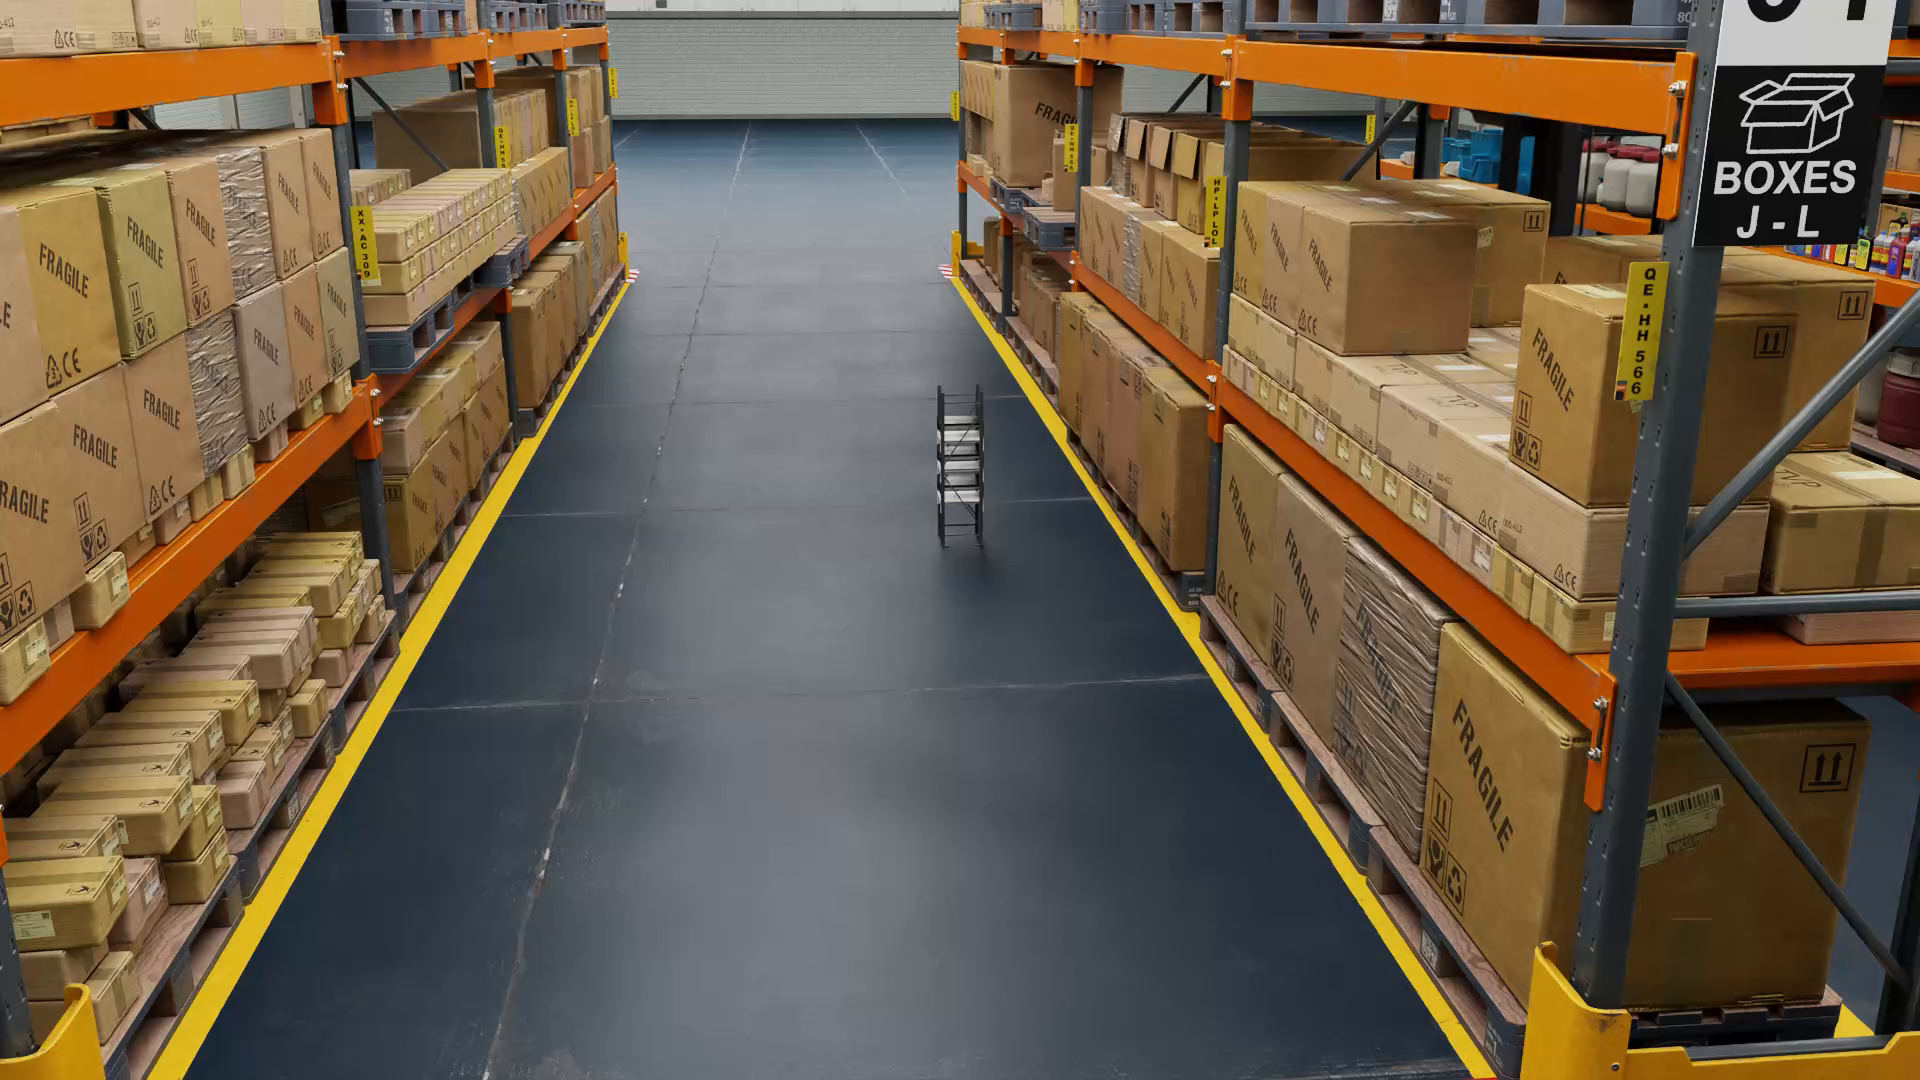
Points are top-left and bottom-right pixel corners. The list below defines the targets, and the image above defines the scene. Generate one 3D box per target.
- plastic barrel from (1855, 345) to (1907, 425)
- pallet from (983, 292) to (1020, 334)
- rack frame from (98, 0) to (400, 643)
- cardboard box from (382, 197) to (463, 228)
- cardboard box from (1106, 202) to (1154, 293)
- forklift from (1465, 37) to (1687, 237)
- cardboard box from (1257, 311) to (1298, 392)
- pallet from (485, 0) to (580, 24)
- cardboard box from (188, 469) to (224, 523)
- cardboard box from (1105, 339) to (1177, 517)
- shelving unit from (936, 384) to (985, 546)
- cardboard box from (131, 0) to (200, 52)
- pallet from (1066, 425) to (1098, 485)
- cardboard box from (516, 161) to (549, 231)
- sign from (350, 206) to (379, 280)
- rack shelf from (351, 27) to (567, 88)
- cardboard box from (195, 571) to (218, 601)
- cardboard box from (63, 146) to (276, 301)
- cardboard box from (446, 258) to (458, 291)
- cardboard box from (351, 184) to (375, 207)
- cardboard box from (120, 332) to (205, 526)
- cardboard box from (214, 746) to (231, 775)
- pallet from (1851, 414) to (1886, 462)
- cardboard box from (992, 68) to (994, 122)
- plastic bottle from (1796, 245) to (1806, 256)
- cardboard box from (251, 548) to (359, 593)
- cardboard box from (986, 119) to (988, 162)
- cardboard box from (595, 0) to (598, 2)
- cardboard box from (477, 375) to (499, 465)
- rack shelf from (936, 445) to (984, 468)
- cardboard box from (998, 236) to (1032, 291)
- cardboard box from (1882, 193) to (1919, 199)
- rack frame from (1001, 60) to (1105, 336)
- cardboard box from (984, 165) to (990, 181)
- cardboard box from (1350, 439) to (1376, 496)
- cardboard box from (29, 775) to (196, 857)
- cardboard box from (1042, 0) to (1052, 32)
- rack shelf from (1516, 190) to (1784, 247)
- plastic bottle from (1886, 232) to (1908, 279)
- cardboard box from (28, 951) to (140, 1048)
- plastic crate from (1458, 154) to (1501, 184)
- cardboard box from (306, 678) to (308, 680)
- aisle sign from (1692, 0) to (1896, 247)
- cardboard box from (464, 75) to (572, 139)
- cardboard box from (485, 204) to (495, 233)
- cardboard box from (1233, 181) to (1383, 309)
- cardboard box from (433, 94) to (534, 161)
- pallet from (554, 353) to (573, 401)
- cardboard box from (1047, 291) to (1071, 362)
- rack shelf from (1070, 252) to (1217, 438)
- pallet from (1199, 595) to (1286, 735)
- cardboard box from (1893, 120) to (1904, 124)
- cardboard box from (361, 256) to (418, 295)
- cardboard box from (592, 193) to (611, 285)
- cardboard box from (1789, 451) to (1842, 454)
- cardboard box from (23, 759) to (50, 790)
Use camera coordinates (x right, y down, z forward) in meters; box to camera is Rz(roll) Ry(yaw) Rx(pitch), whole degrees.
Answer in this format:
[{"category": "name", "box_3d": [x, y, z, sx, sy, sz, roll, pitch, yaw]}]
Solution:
[{"category": "plastic barrel", "box_3d": [6.454, -1.073, 11.538, 0.421, 0.512, 0.421, 0, 17, 0]}, {"category": "pallet", "box_3d": [0.796, -2.277, 16.578, 1.003, 0.211, 1.213, -2, 18, -6]}, {"category": "rack frame", "box_3d": [-3.218, -0.902, 7.542, 1.000, 3.000, 0.127, -2, 18, -6]}, {"category": "cardboard box", "box_3d": [-2.936, -1.783, 9.074, 0.380, 0.149, 0.250, -1, 17, -4]}, {"category": "cardboard box", "box_3d": [1.205, -1.805, 10.252, 0.500, 0.500, 0.500, -2, 18, -7]}, {"category": "forklift", "box_3d": [3.520, -1.521, 9.628, 1.130, 2.935, 3.031, -1, 17, -3]}, {"category": "cardboard box", "box_3d": [1.560, -0.799, 6.968, 0.500, 0.250, 0.500, -2, 18, -6]}, {"category": "pallet", "box_3d": [-4.117, -4.918, 15.476, 1.003, 0.211, 1.213, -2, 18, -6]}, {"category": "cardboard box", "box_3d": [-2.725, -0.160, 5.599, 0.380, 0.149, 0.250, -1, 17, -4]}, {"category": "cardboard box", "box_3d": [1.547, -0.668, 9.643, 1.225, 0.875, 0.875, -2, 18, -8]}, {"category": "shelving unit", "box_3d": [0.001, -0.427, 9.535, 0.258, 0.900, 0.210, -2, 18, -6]}, {"category": "cardboard box", "box_3d": [-2.756, -1.676, 5.249, 0.500, 0.250, 0.500, -2, 18, -6]}, {"category": "pallet", "box_3d": [1.320, -0.649, 11.392, 1.003, 0.211, 1.213, -2, 18, -6]}, {"category": "cardboard box", "box_3d": [-3.564, -2.734, 13.210, 0.500, 0.500, 0.500, -2, 18, -6]}, {"category": "sign", "box_3d": [-2.679, -1.334, 7.473, 0.100, 0.325, 0.005, -2, 18, -6]}, {"category": "rack shelf", "box_3d": [-3.837, -3.777, 12.895, 1.077, 0.370, 4.000, -2, 18, -6]}, {"category": "cardboard box", "box_3d": [-3.344, 0.241, 6.967, 0.380, 0.149, 0.250, -2, 18, -6]}, {"category": "cardboard box", "box_3d": [-2.803, -1.130, 5.936, 0.500, 0.500, 0.500, -1, 17, -4]}, {"category": "cardboard box", "box_3d": [-2.909, -1.422, 8.916, 0.380, 0.149, 0.250, -3, 18, -8]}, {"category": "cardboard box", "box_3d": [-3.668, -2.002, 9.770, 0.380, 0.149, 0.250, -1, 17, -3]}, {"category": "cardboard box", "box_3d": [-2.696, -0.347, 5.111, 0.500, 0.500, 0.500, -2, 17, -5]}, {"category": "cardboard box", "box_3d": [-2.799, 0.755, 5.827, 0.380, 0.149, 0.250, -1, 17, -3]}, {"category": "pallet", "box_3d": [6.363, -0.806, 11.891, 1.003, 0.211, 1.213, -2, 18, -6]}, {"category": "cardboard box", "box_3d": [0.581, -4.201, 15.717, 0.500, 0.500, 0.500, -2, 18, -6]}, {"category": "plastic bottle", "box_3d": [5.948, -2.134, 11.682, 0.097, 0.271, 0.097, 0, 17, 0]}, {"category": "cardboard box", "box_3d": [-2.857, 0.147, 7.267, 0.380, 0.149, 0.250, -2, 17, -5]}, {"category": "cardboard box", "box_3d": [0.737, -4.180, 17.321, 0.875, 0.500, 0.500, -2, 18, -6]}, {"category": "cardboard box", "box_3d": [-4.007, -5.721, 17.436, 0.380, 0.149, 0.250, -2, 18, -5]}, {"category": "cardboard box", "box_3d": [-3.253, -0.759, 10.558, 0.500, 0.500, 0.500, -1, 17, -3]}, {"category": "rack shelf", "box_3d": [0.001, -0.481, 9.518, 0.258, 0.077, 0.200, -2, 18, -6]}, {"category": "cardboard box", "box_3d": [0.690, -2.890, 17.346, 0.500, 0.500, 0.500, -3, 18, -11]}, {"category": "cardboard box", "box_3d": [10.811, -3.703, 19.103, 0.500, 0.500, 0.500, -2, 18, -6]}, {"category": "rack frame", "box_3d": [0.901, -3.409, 15.526, 1.000, 3.000, 0.127, -2, 18, -6]}, {"category": "cardboard box", "box_3d": [0.446, -3.791, 17.164, 0.380, 0.149, 0.250, -2, 18, -6]}, {"category": "cardboard box", "box_3d": [1.617, -0.265, 5.932, 0.380, 0.149, 0.250, -1, 17, -5]}, {"category": "cardboard box", "box_3d": [-2.568, 0.842, 5.053, 0.380, 0.149, 0.250, -2, 18, -6]}, {"category": "cardboard box", "box_3d": [0.907, -4.008, 12.677, 0.500, 0.250, 0.500, -1, 17, -4]}, {"category": "rack shelf", "box_3d": [6.034, -2.622, 14.224, 1.077, 0.370, 4.000, -2, 18, -6]}, {"category": "plastic bottle", "box_3d": [6.037, -1.830, 10.692, 0.061, 0.283, 0.133, -2, 18, -6]}, {"category": "cardboard box", "box_3d": [-2.541, 1.284, 4.639, 0.380, 0.149, 0.250, -1, 17, -5]}, {"category": "plastic crate", "box_3d": [5.443, -3.812, 17.060, 0.499, 0.251, 0.616, -2, 18, -6]}, {"category": "cardboard box", "box_3d": [-2.897, 0.603, 6.807, 0.380, 0.149, 0.250, -2, 18, -7]}, {"category": "aisle sign", "box_3d": [1.847, -1.043, 3.651, 0.394, 0.787, 0.004, -2, 18, -6]}, {"category": "cardboard box", "box_3d": [-4.047, -3.983, 15.303, 0.875, 0.550, 0.550, -2, 18, -6]}, {"category": "cardboard box", "box_3d": [-3.043, -1.951, 10.104, 0.380, 0.149, 0.250, -2, 18, -6]}, {"category": "cardboard box", "box_3d": [1.521, -1.303, 7.320, 0.500, 0.500, 0.500, -2, 18, -6]}, {"category": "cardboard box", "box_3d": [-3.879, -3.359, 13.531, 0.700, 0.500, 0.500, -2, 18, -5]}, {"category": "pallet", "box_3d": [-3.760, -1.363, 13.667, 1.003, 0.211, 1.213, -2, 18, -6]}, {"category": "cardboard box", "box_3d": [1.089, -1.767, 13.735, 0.700, 0.500, 0.500, 0, 17, -1]}, {"category": "rack shelf", "box_3d": [1.520, -1.278, 9.940, 1.077, 0.370, 4.000, -2, 18, -6]}, {"category": "pallet", "box_3d": [1.726, 0.534, 7.623, 1.003, 0.211, 1.213, -2, 18, -6]}, {"category": "cardboard box", "box_3d": [10.354, -4.602, 18.079, 0.380, 0.149, 0.250, -1, 17, -4]}, {"category": "cardboard box", "box_3d": [-2.801, -1.256, 7.891, 0.380, 0.149, 0.250, -1, 17, -5]}, {"category": "cardboard box", "box_3d": [-4.227, -3.202, 17.714, 0.875, 0.875, 0.875, -2, 18, -7]}, {"category": "cardboard box", "box_3d": [2.297, -0.210, 5.091, 0.500, 0.250, 0.500, -2, 18, -6]}, {"category": "cardboard box", "box_3d": [-3.265, 0.851, 5.522, 0.380, 0.149, 0.250, -2, 17, -5]}]
